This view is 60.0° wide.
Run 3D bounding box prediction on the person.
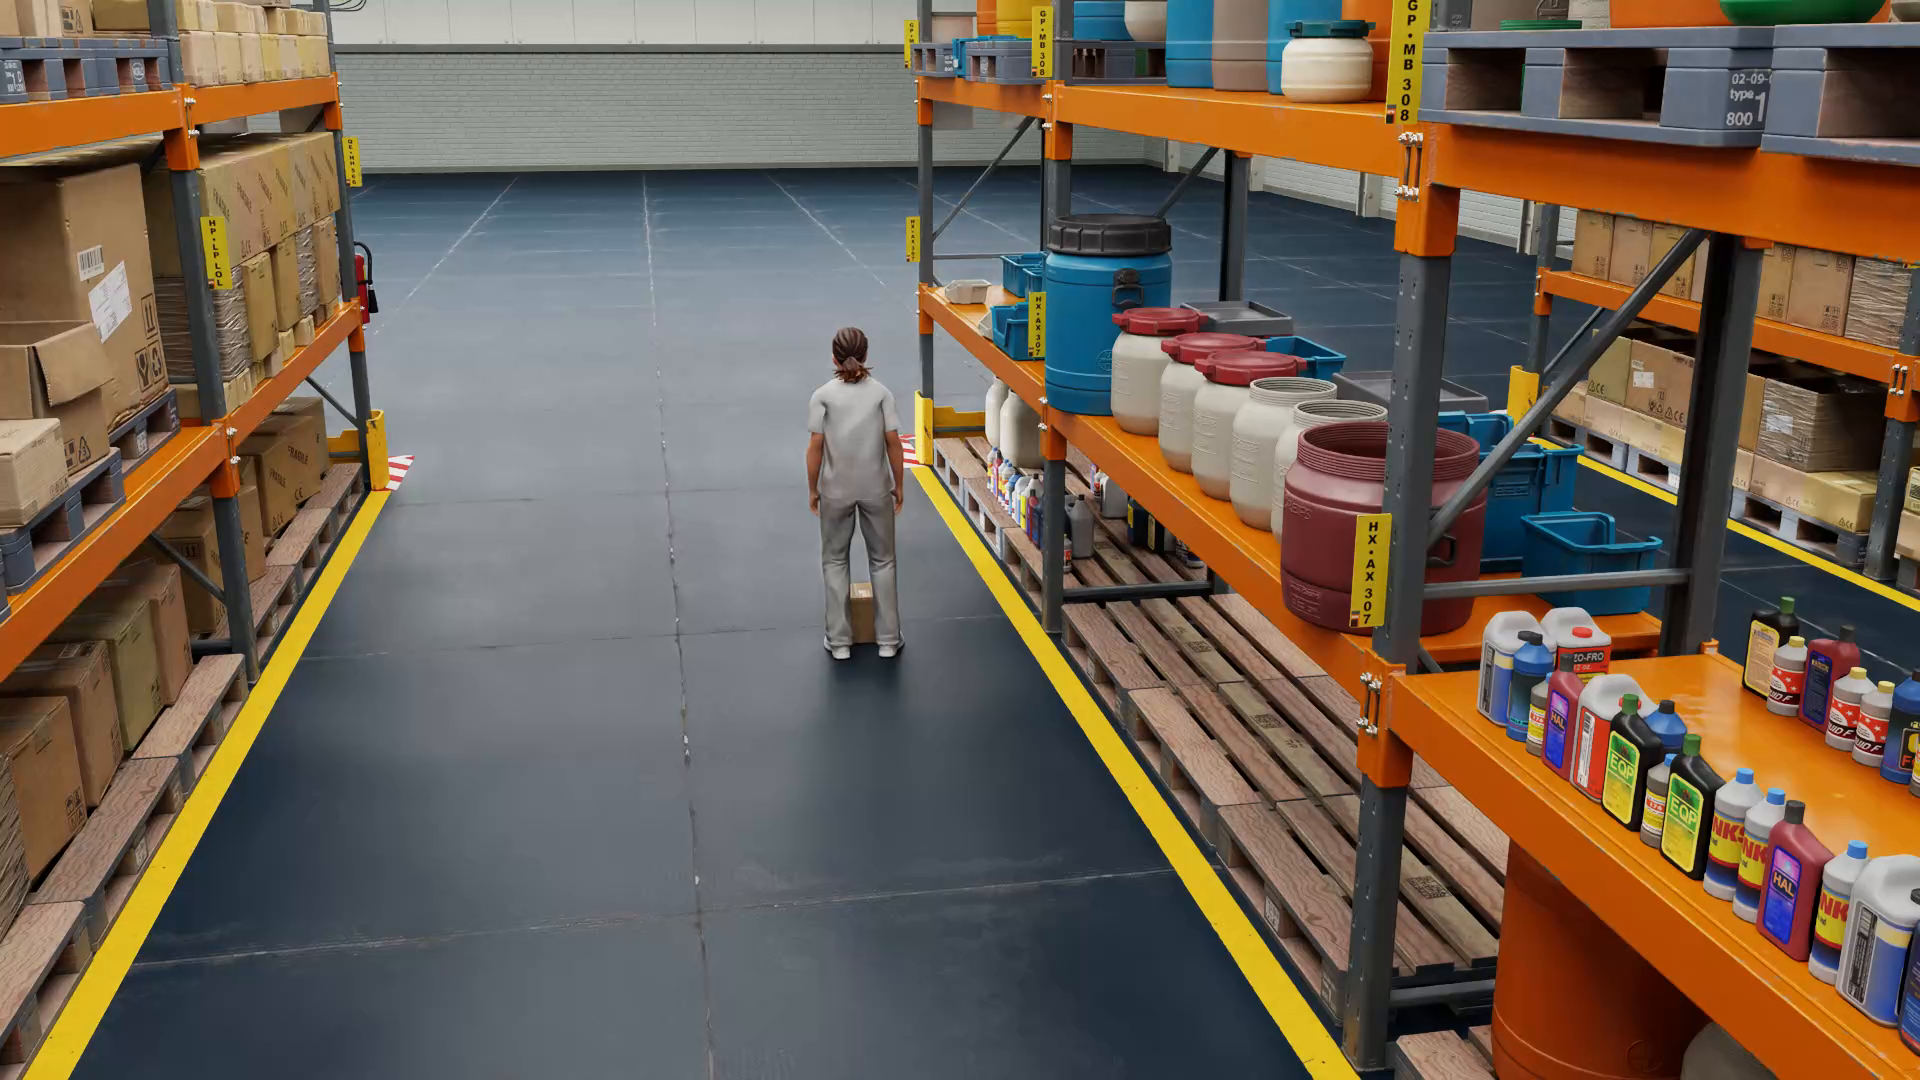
[{"bbox_3d":[-0.520,-0.227,8.310,0.484,1.672,0.360,-2,17,-6],"label":"person"}]
